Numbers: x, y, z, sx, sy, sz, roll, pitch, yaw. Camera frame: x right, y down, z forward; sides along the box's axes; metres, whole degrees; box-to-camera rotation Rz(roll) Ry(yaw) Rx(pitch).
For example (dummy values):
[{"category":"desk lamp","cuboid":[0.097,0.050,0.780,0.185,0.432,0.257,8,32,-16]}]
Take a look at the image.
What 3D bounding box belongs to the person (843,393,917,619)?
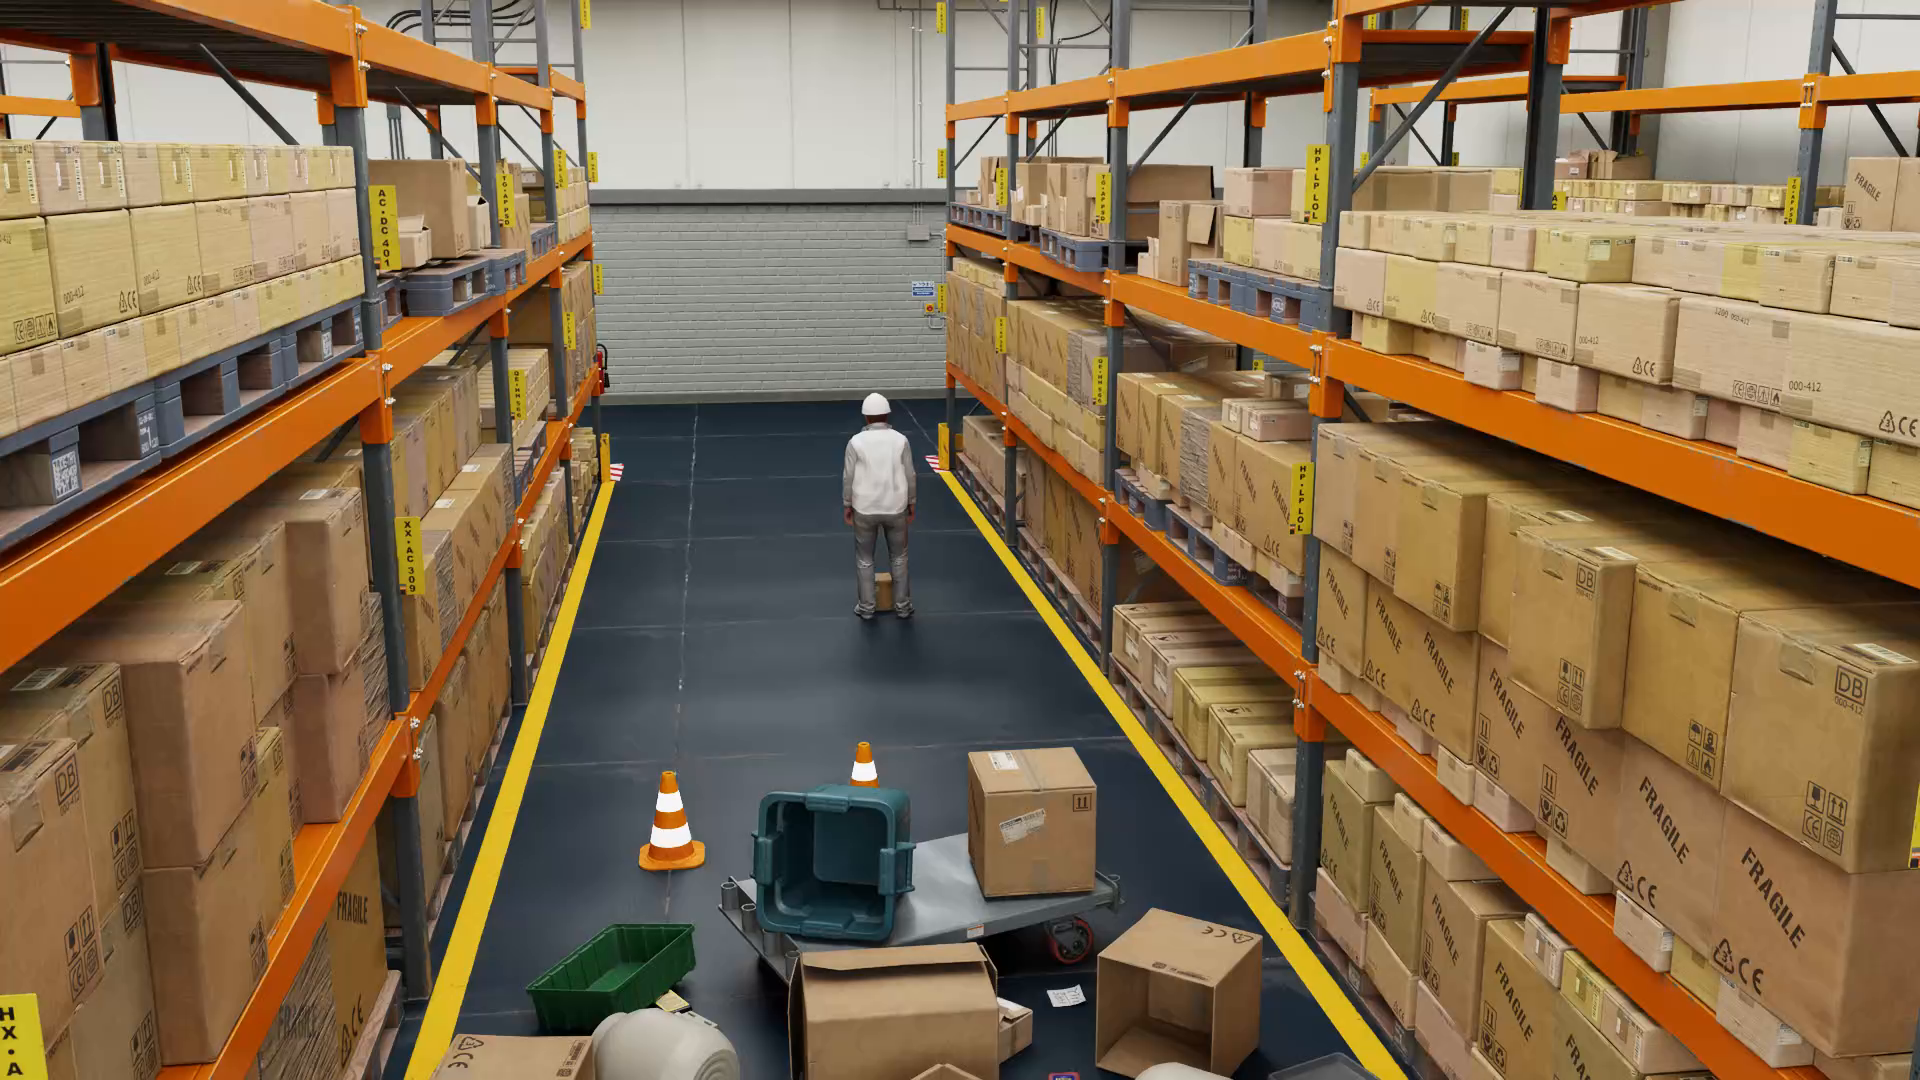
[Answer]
[{"category":"person","cuboid":[-0.629,-0.262,13.057,0.580,1.769,0.460,-2,13,-8]}]
